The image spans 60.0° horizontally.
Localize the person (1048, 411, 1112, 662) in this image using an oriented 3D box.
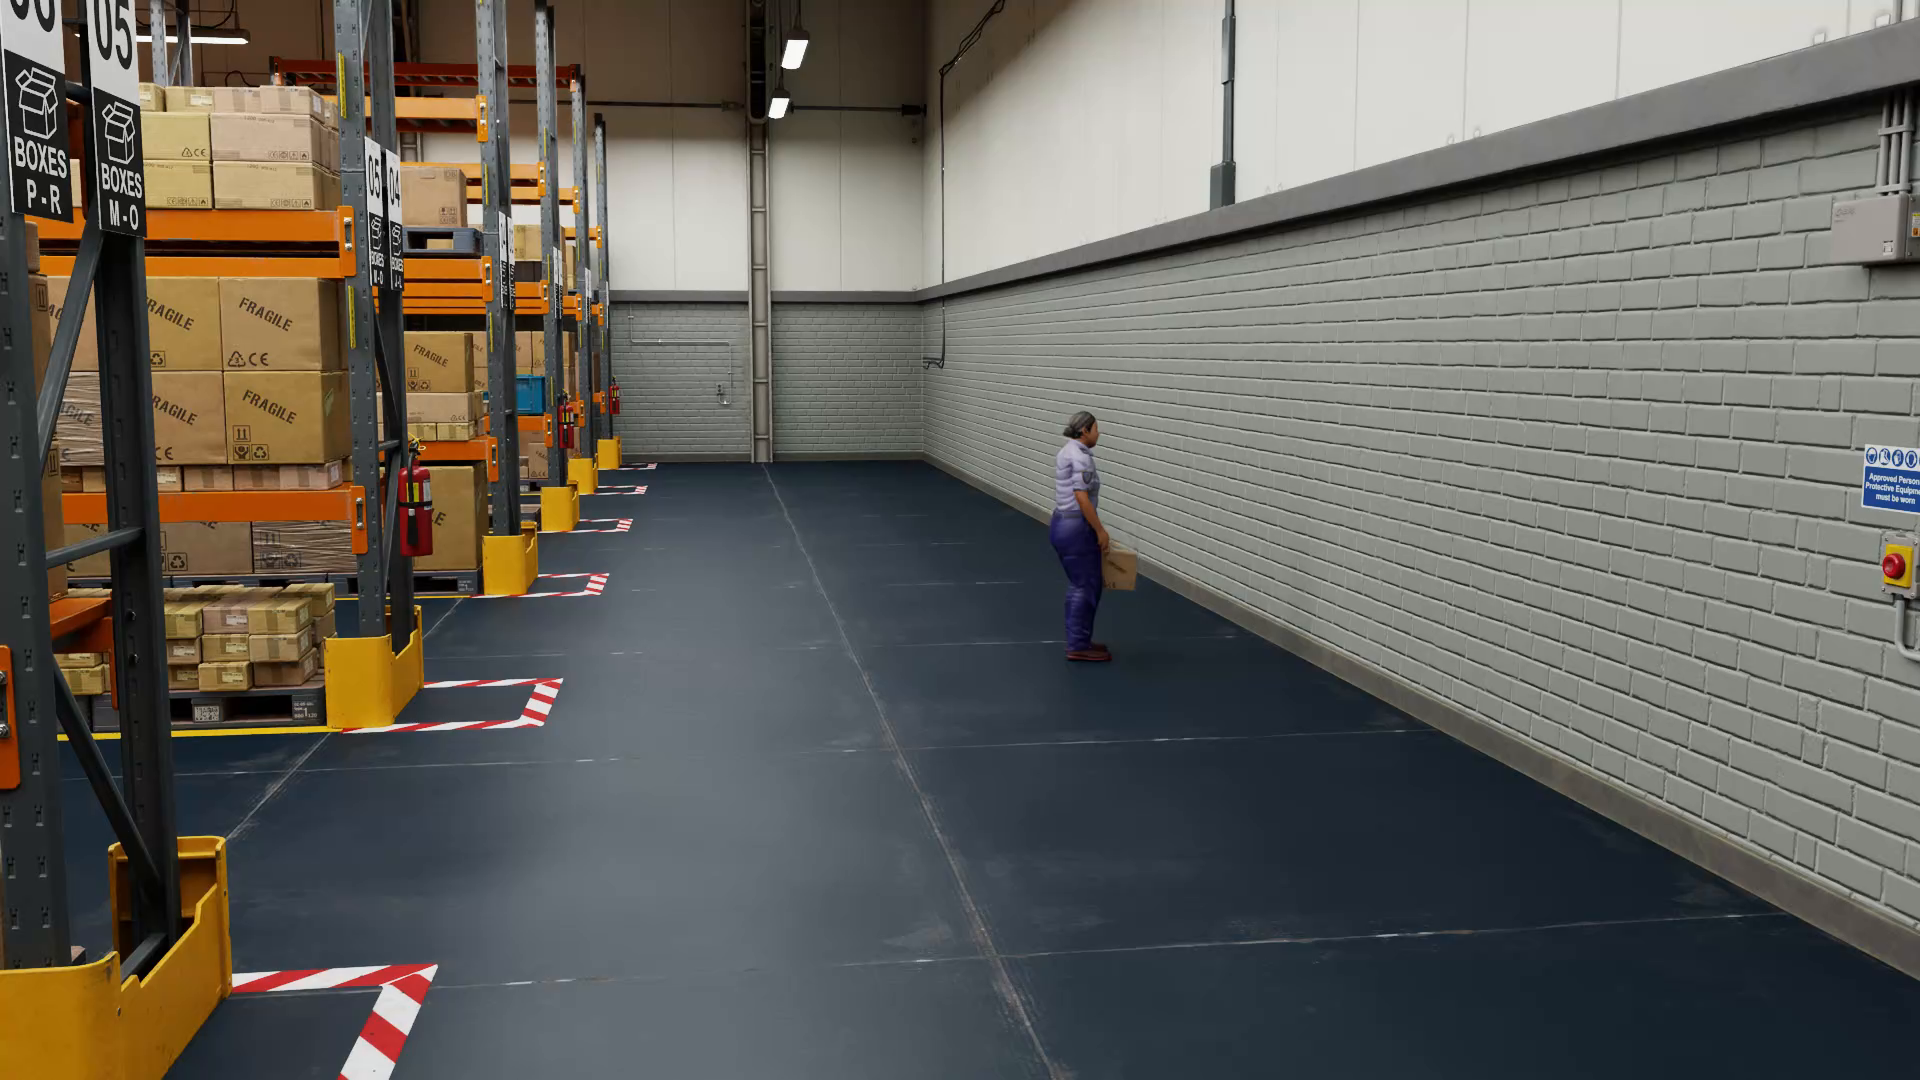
[{"bbox_3d":[0.824,-0.037,11.177,0.421,1.656,0.522,-1,7,-10],"label":"person"}]
